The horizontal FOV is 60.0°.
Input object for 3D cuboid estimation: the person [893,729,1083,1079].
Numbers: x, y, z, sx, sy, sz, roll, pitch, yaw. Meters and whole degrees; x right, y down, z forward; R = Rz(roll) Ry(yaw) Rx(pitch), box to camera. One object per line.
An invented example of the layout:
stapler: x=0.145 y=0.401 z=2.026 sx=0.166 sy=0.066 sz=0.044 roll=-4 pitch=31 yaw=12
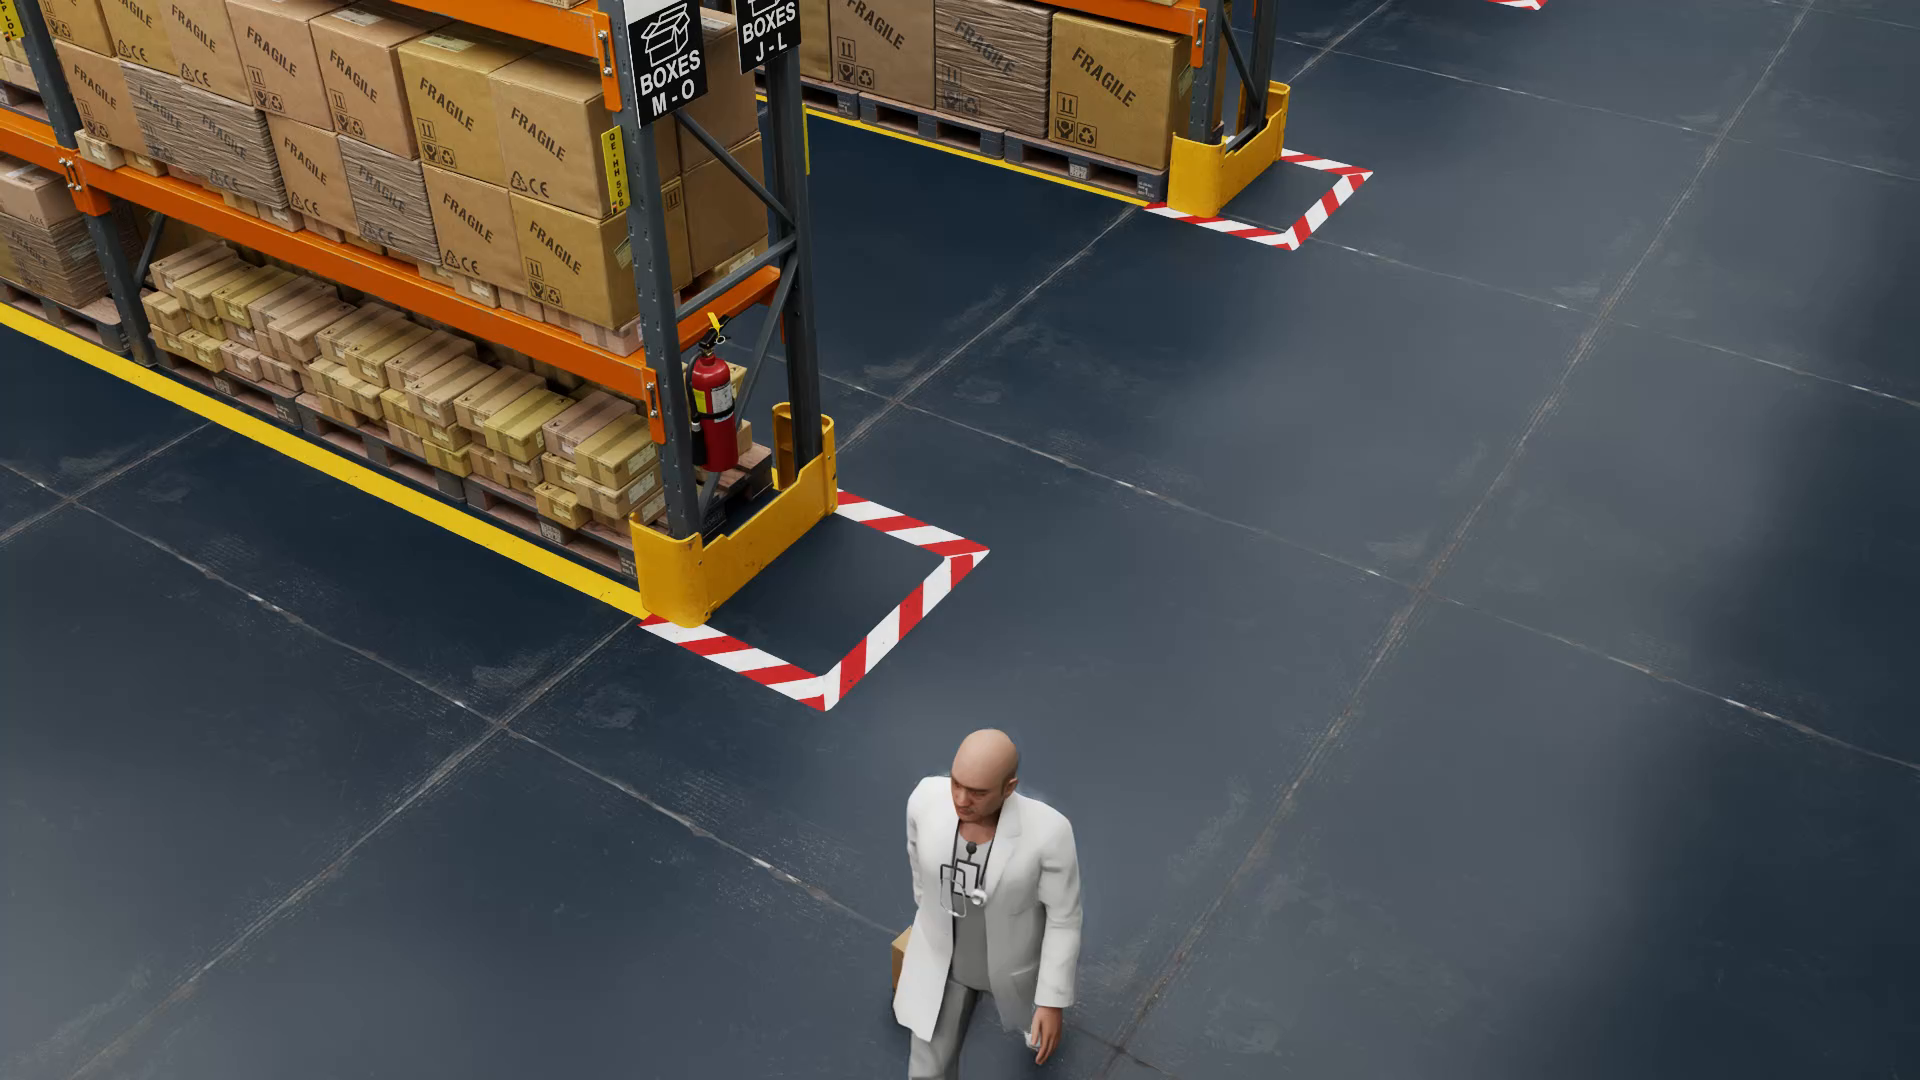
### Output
person: x=0.098 y=1.234 z=5.098 sx=0.598 sy=1.733 sz=1.089 roll=11 pitch=39 yaw=14
